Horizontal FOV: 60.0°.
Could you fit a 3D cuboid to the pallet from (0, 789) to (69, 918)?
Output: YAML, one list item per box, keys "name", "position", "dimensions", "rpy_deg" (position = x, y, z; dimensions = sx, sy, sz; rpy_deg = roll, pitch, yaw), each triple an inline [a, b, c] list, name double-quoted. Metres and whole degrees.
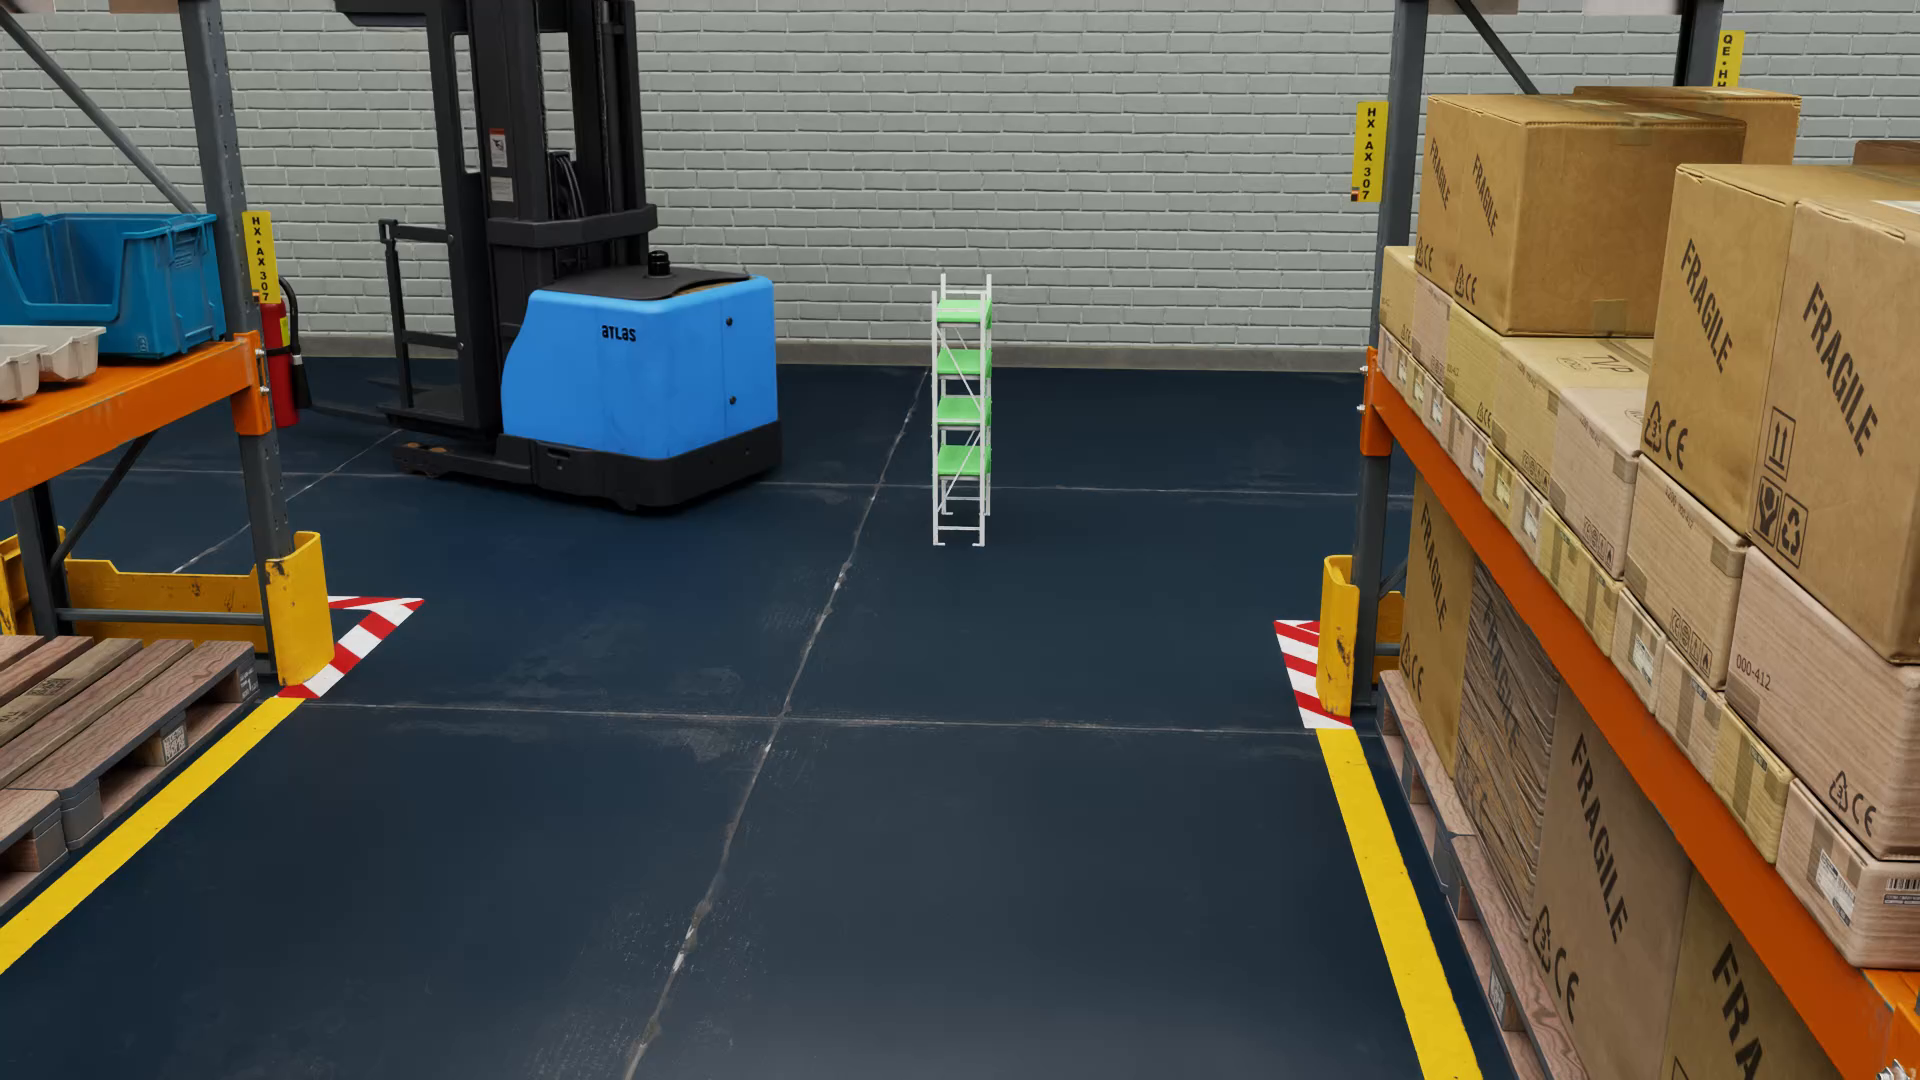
- name: "pallet"
  position: [-3.218, 1.025, 4.455]
  dimensions: [1.003, 0.211, 1.213]
  rpy_deg: [1, 18, 4]

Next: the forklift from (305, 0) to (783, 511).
- name: "forklift"
  position: [-2.490, -1.854, 8.874]
  dimensions: [3.031, 2.935, 1.130]
  rpy_deg: [10, 21, 29]

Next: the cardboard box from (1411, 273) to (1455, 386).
- name: "cardboard box"
  position: [1.576, -0.588, 4.663]
  dimensions: [0.500, 0.250, 0.500]
  rpy_deg: [1, 18, 3]

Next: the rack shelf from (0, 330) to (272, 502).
- name: "rack shelf"
  position: [-3.173, 0.030, 4.170]
  dimensions: [1.077, 0.370, 4.000]
  rpy_deg: [1, 18, 4]

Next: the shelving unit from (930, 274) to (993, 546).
- name: "shelving unit"
  position: [0.012, -0.622, 7.893]
  dimensions: [0.258, 1.200, 0.503]
  rpy_deg: [1, 18, 4]

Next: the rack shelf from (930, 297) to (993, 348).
- name: "rack shelf"
  position: [0.012, -1.017, 7.764]
  dimensions: [0.258, 0.148, 0.480]
  rpy_deg: [1, 18, 4]

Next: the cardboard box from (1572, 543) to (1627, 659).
- name: "cardboard box"
  position: [1.392, 0.118, 3.150]
  dimensions: [0.380, 0.149, 0.250]
  rpy_deg: [2, 18, 5]

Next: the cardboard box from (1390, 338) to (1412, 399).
- name: "cardboard box"
  position: [1.539, -0.520, 5.098]
  dimensions: [0.380, 0.149, 0.250]
  rpy_deg: [1, 18, 3]

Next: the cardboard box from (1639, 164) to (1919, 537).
- name: "cardboard box"
  position: [1.430, -0.311, 2.613]
  dimensions: [0.500, 0.500, 0.500]
  rpy_deg: [1, 18, 4]

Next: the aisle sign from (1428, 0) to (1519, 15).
- name: "aisle sign"
  position: [1.616, -2.087, 5.300]
  dimensions: [0.394, 0.787, 0.004]
  rpy_deg: [1, 18, 4]

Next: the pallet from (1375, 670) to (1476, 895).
- name: "pallet"
  position: [1.931, 0.753, 5.287]
  dimensions: [1.003, 0.211, 1.213]
  rpy_deg: [1, 18, 4]

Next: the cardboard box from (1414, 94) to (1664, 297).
- name: "cardboard box"
  position: [1.571, -0.951, 4.566]
  dimensions: [0.500, 0.500, 0.500]
  rpy_deg: [1, 18, 3]

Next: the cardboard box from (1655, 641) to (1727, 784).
- name: "cardboard box"
  position: [1.355, 0.278, 2.662]
  dimensions: [0.380, 0.149, 0.250]
  rpy_deg: [1, 18, 3]

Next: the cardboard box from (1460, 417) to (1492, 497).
- name: "cardboard box"
  position: [1.466, -0.201, 4.122]
  dimensions: [0.380, 0.149, 0.250]
  rpy_deg: [1, 18, 3]

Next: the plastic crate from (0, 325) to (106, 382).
- name: "plastic crate"
  position: [-2.908, -0.579, 5.200]
  dimensions: [0.396, 0.136, 0.243]
  rpy_deg: [1, 18, 4]

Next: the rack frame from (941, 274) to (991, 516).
- name: "rack frame"
  position: [0.029, -0.697, 8.124]
  dimensions: [0.240, 1.200, 0.015]
  rpy_deg: [1, 18, 4]

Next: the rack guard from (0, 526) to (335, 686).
- name: "rack guard"
  position: [-3.041, 0.247, 6.366]
  dimensions: [1.175, 0.500, 0.348]
  rpy_deg: [1, 18, 4]

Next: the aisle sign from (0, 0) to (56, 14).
- name: "aisle sign"
  position: [-3.321, -2.197, 5.637]
  dimensions: [0.394, 0.787, 0.004]
  rpy_deg: [1, 18, 4]

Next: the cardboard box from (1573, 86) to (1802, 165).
- name: "cardboard box"
  position: [2.137, -1.092, 4.996]
  dimensions: [0.500, 0.500, 0.500]
  rpy_deg: [2, 18, 5]

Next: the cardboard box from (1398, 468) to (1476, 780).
- name: "cardboard box"
  position: [1.944, 0.188, 5.269]
  dimensions: [0.875, 0.875, 0.875]
  rpy_deg: [1, 18, 4]

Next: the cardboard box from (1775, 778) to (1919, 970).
- name: "cardboard box"
  position: [1.319, 0.437, 2.175]
  dimensions: [0.380, 0.149, 0.250]
  rpy_deg: [1, 18, 4]

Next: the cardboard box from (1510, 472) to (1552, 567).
- name: "cardboard box"
  position: [1.430, -0.041, 3.634]
  dimensions: [0.380, 0.149, 0.250]
  rpy_deg: [2, 18, 5]

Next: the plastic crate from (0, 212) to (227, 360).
- name: "plastic crate"
  position: [-2.868, -0.870, 5.608]
  dimensions: [0.616, 0.435, 0.499]
  rpy_deg: [1, 18, 4]

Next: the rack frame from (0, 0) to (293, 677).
- name: "rack frame"
  position: [-3.030, -0.933, 5.953]
  dimensions: [1.000, 3.000, 0.127]
  rpy_deg: [1, 18, 4]

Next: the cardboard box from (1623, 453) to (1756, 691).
- name: "cardboard box"
  position: [1.428, 0.046, 2.729]
  dimensions: [0.500, 0.250, 0.500]
  rpy_deg: [2, 18, 6]

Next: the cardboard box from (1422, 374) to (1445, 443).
- name: "cardboard box"
  position: [1.503, -0.360, 4.608]
  dimensions: [0.380, 0.149, 0.250]
  rpy_deg: [1, 18, 3]

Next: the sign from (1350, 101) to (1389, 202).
- name: "sign"
  position: [1.357, -1.286, 5.512]
  dimensions: [0.100, 0.325, 0.005]
  rpy_deg: [1, 18, 4]

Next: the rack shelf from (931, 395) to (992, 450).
- name: "rack shelf"
  position: [0.012, -0.561, 7.913]
  dimensions: [0.258, 0.148, 0.480]
  rpy_deg: [1, 18, 4]

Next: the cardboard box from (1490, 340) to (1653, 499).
- name: "cardboard box"
  position: [1.504, -0.270, 3.692]
  dimensions: [0.500, 0.250, 0.500]
  rpy_deg: [1, 18, 3]

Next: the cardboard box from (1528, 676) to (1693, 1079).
- name: "cardboard box"
  position: [1.815, 0.747, 3.563]
  dimensions: [0.875, 0.875, 0.875]
  rpy_deg: [1, 18, 4]
